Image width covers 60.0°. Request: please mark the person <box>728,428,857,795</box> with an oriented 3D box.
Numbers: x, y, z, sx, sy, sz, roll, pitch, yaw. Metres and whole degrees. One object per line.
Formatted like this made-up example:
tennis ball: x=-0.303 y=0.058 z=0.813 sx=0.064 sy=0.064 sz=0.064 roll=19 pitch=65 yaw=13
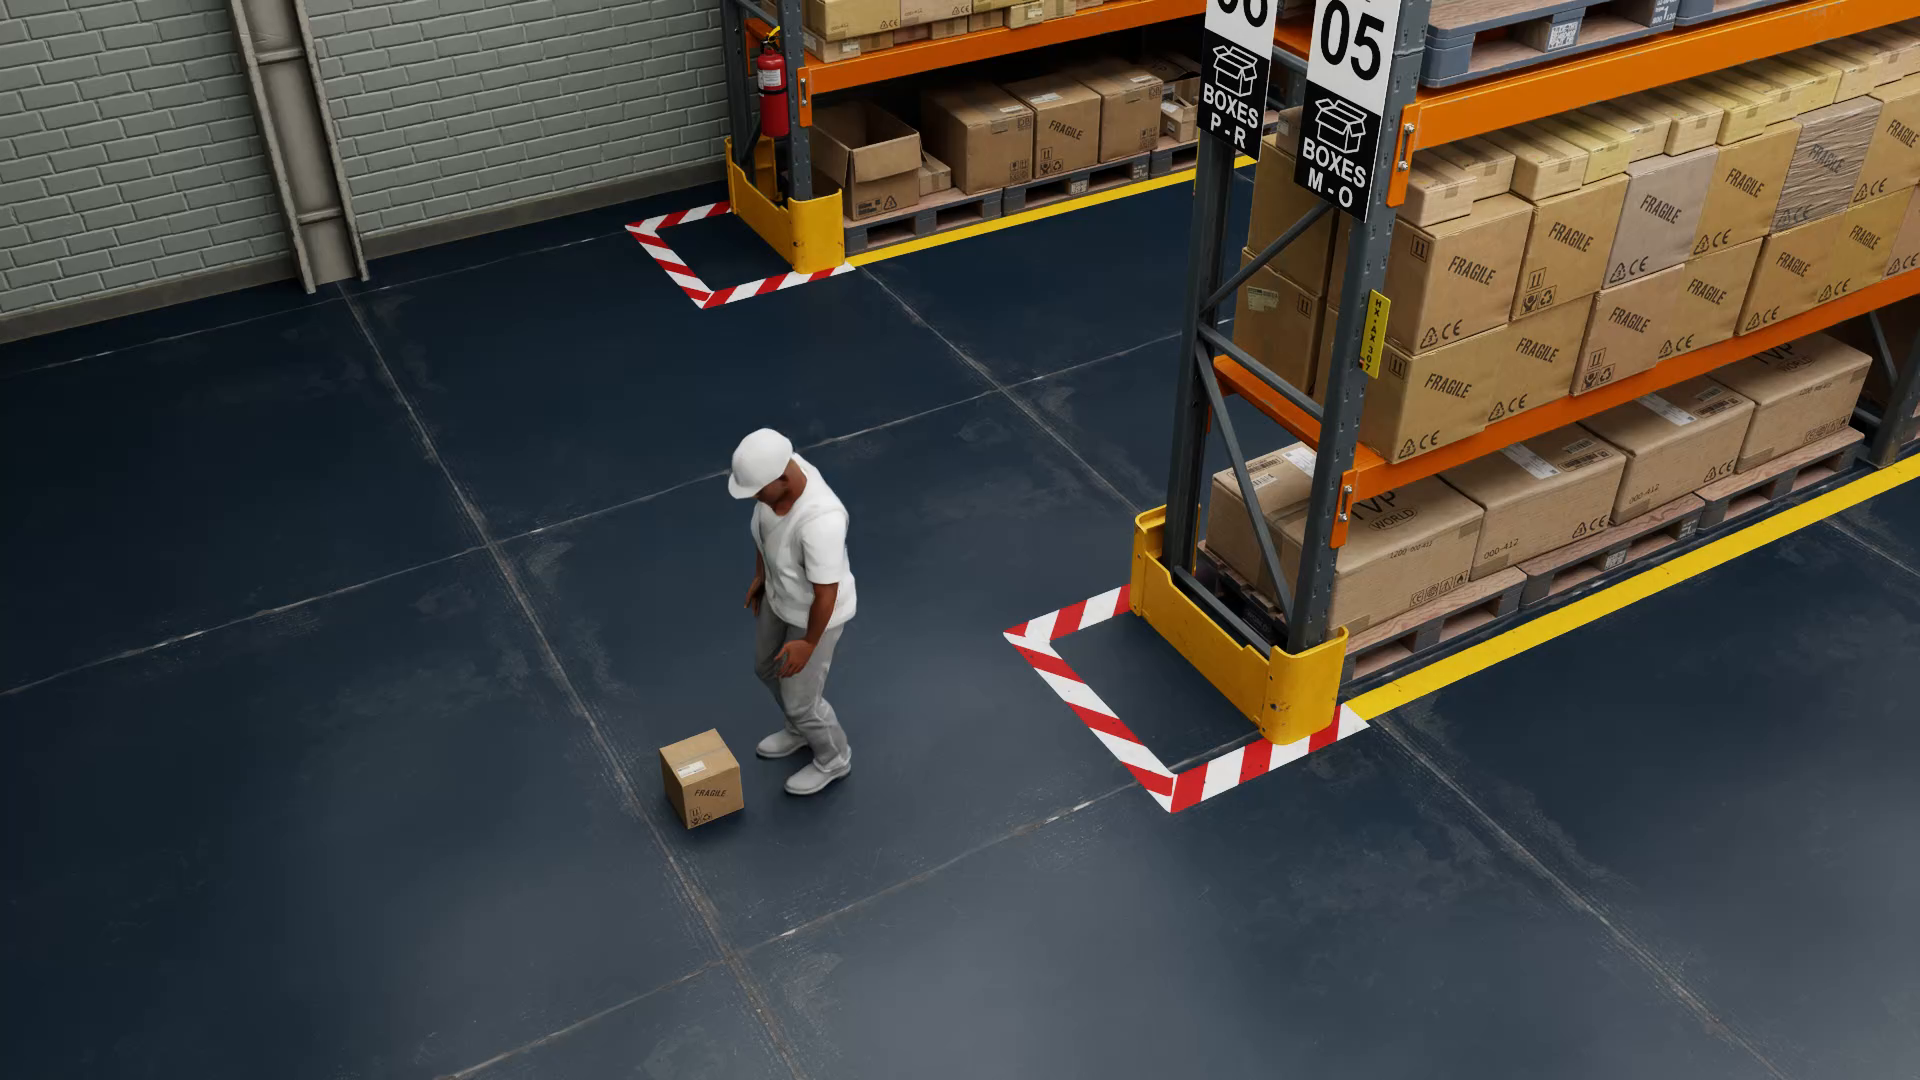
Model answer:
person: x=-0.648 y=0.275 z=6.581 sx=0.453 sy=1.718 sz=0.591 roll=-18 pitch=40 yaw=-23
